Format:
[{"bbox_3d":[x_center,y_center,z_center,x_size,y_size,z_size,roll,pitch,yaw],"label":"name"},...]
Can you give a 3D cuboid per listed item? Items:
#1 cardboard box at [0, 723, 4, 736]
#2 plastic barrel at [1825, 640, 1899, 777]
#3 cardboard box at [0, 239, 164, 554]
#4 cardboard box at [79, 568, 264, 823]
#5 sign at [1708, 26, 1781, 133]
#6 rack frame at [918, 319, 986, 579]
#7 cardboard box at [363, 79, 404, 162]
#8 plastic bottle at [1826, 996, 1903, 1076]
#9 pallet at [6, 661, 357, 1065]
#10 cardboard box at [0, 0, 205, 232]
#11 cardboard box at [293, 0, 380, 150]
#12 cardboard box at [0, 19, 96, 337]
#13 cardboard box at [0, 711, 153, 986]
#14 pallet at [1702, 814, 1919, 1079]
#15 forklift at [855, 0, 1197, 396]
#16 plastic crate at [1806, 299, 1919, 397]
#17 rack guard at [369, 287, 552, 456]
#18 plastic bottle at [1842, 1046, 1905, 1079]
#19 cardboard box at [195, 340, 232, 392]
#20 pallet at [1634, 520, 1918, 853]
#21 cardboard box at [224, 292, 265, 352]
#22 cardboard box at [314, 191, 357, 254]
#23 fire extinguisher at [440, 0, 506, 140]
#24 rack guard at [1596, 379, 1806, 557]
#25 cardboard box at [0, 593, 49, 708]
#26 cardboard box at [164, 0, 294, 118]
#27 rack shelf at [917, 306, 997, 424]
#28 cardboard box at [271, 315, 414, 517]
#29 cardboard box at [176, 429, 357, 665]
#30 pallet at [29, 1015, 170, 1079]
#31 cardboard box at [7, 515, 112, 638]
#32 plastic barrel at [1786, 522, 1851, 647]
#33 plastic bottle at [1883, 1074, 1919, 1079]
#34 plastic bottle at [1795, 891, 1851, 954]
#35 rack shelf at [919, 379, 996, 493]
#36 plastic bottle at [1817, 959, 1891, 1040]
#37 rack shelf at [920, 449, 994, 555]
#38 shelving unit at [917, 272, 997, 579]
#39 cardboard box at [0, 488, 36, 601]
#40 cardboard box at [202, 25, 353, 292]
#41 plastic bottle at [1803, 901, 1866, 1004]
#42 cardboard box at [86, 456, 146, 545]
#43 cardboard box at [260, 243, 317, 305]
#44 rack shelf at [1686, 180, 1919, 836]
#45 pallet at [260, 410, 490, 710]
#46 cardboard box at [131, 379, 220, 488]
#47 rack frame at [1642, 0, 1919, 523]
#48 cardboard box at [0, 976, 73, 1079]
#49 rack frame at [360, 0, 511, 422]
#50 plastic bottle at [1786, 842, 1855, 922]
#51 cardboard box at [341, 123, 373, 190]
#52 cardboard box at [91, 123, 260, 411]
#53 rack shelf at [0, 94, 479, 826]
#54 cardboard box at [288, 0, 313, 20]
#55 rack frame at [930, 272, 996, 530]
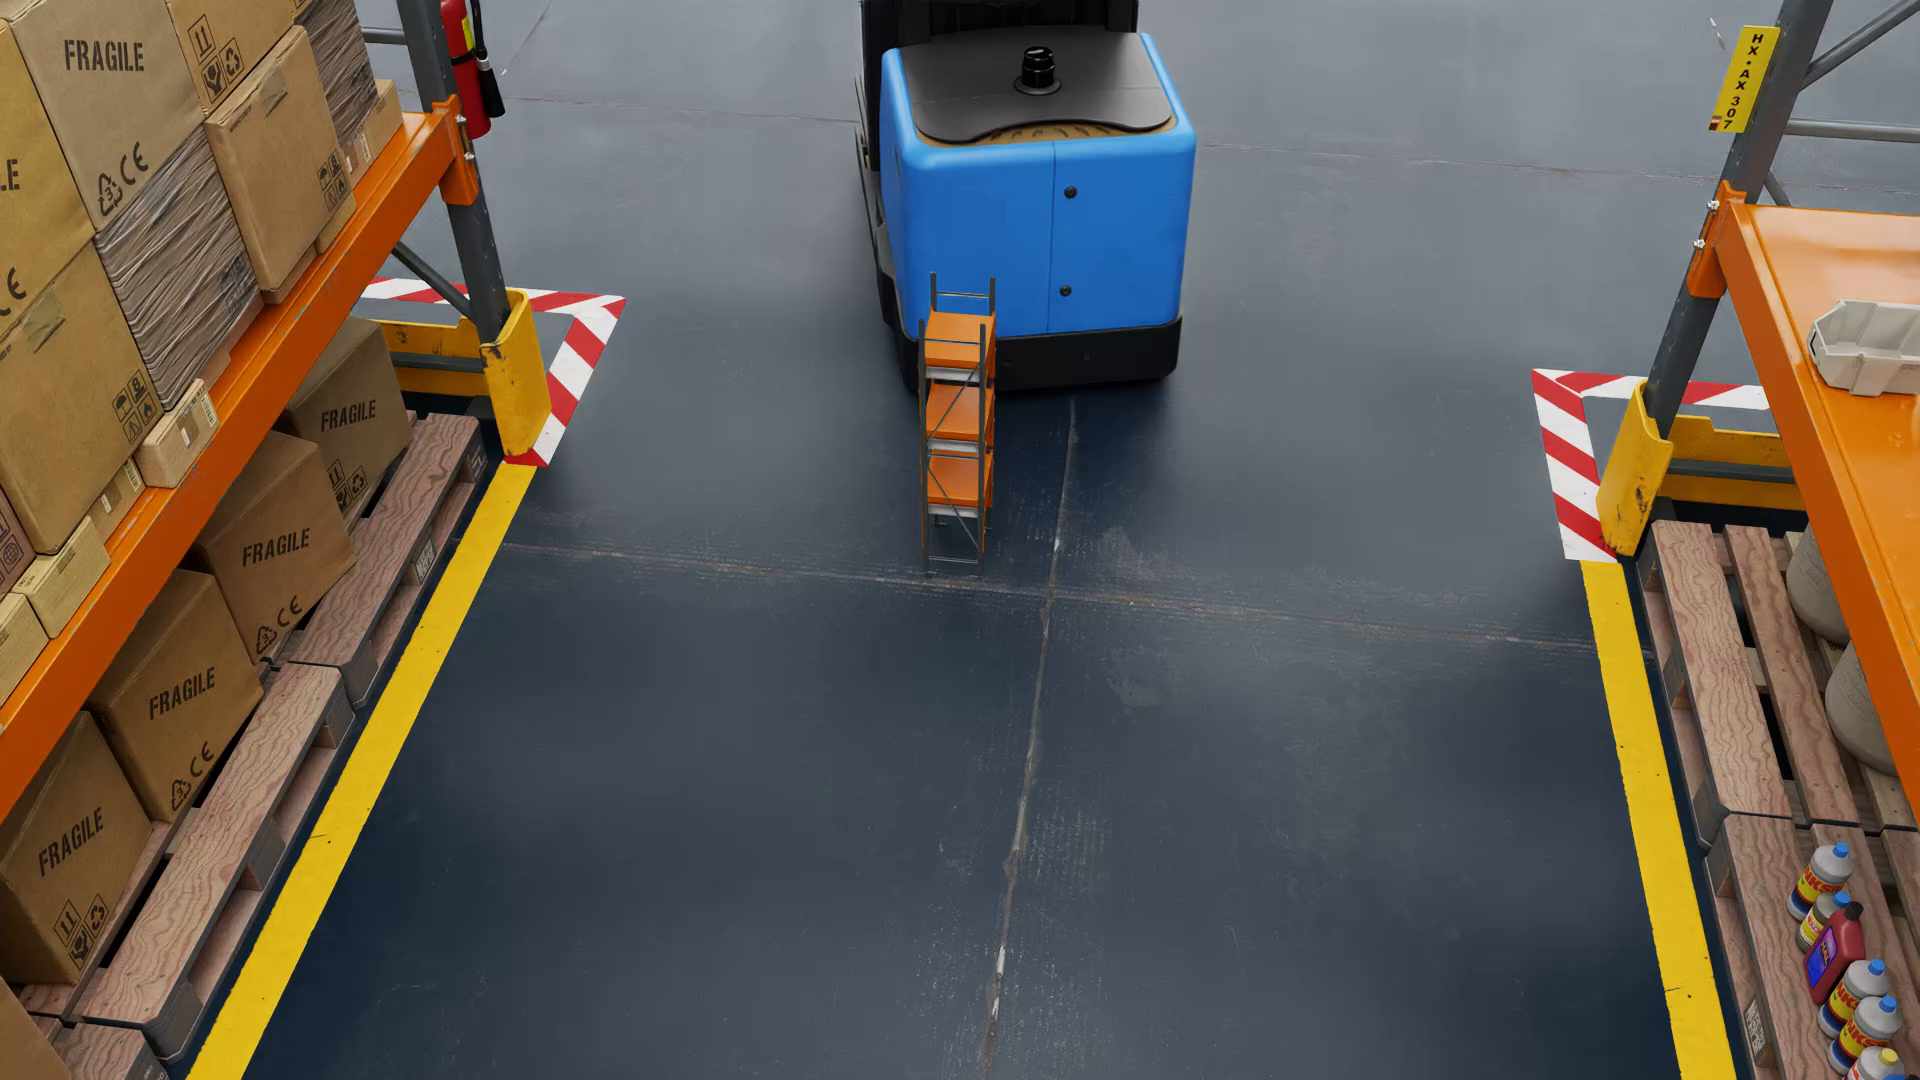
[{"bbox_3d":[-2.178,0.407,3.321,0.380,0.149,0.250,5,44,6],"label":"cardboard box"},{"bbox_3d":[2.708,0.387,4.664,0.421,0.512,0.421,0,43,0],"label":"plastic barrel"},{"bbox_3d":[-2.358,-0.355,3.654,0.875,0.500,0.500,5,44,6],"label":"cardboard box"},{"bbox_3d":[-2.370,0.403,4.655,0.500,0.500,0.500,9,44,9],"label":"cardboard box"},{"bbox_3d":[2.240,-1.315,4.755,0.100,0.325,0.005,5,44,6],"label":"sign"},{"bbox_3d":[-0.023,-0.262,5.263,0.200,1.050,0.008,5,44,6],"label":"rack frame"},{"bbox_3d":[-1.957,-1.307,5.132,0.380,0.149,0.250,5,44,6],"label":"cardboard box"},{"bbox_3d":[2.178,1.179,3.988,0.097,0.271,0.097,0,43,0],"label":"plastic bottle"},{"bbox_3d":[-2.441,0.833,4.717,1.003,0.211,1.213,5,44,6],"label":"pallet"},{"bbox_3d":[-2.081,-1.040,3.650,0.500,0.500,0.500,5,44,6],"label":"cardboard box"},{"bbox_3d":[-2.224,-1.383,4.740,0.875,0.500,0.500,5,44,6],"label":"cardboard box"},{"bbox_3d":[-2.155,-0.700,3.291,0.500,0.500,0.500,5,44,6],"label":"cardboard box"},{"bbox_3d":[-2.488,0.780,4.258,0.500,0.500,0.500,2,43,2],"label":"cardboard box"},{"bbox_3d":[2.545,1.290,4.234,1.003,0.211,1.213,5,44,6],"label":"pallet"},{"bbox_3d":[0.127,-2.617,6.383,1.130,2.935,3.031,-5,44,-5],"label":"forklift"},{"bbox_3d":[2.348,-0.485,4.272,0.298,0.136,0.250,5,44,6],"label":"plastic crate"},{"bbox_3d":[-2.134,-0.652,6.075,1.175,0.500,0.348,5,44,6],"label":"rack guard"},{"bbox_3d":[2.165,1.272,3.940,0.097,0.201,0.097,0,43,0],"label":"plastic bottle"},{"bbox_3d":[-2.106,-0.454,4.230,0.380,0.149,0.250,5,44,6],"label":"cardboard box"},{"bbox_3d":[2.709,0.461,5.110,1.003,0.211,1.213,5,44,6],"label":"pallet"},{"bbox_3d":[-2.096,-0.626,4.412,0.380,0.149,0.250,5,44,6],"label":"cardboard box"},{"bbox_3d":[-1.973,-0.962,4.767,0.380,0.149,0.250,5,44,6],"label":"cardboard box"},{"bbox_3d":[-1.652,-1.619,5.335,0.296,0.674,0.183,5,44,6],"label":"fire extinguisher"},{"bbox_3d":[2.822,-0.197,5.595,1.175,0.500,0.348,5,44,6],"label":"rack guard"},{"bbox_3d":[-2.186,0.233,3.505,0.380,0.149,0.250,5,44,6],"label":"cardboard box"},{"bbox_3d":[-2.013,-1.380,4.010,0.500,0.500,0.500,5,44,6],"label":"cardboard box"},{"bbox_3d":[-0.007,-0.543,5.163,0.215,0.259,0.240,5,44,6],"label":"rack shelf"},{"bbox_3d":[-2.223,-0.432,5.537,0.500,0.500,0.500,13,45,13],"label":"cardboard box"},{"bbox_3d":[-2.269,-0.022,5.104,0.500,0.500,0.500,16,46,16],"label":"cardboard box"},{"bbox_3d":[-2.599,1.666,3.837,1.003,0.211,1.213,5,44,6],"label":"pallet"},{"bbox_3d":[-2.142,0.063,3.684,0.380,0.149,0.250,5,44,6],"label":"cardboard box"},{"bbox_3d":[2.774,0.045,5.025,0.421,0.512,0.421,0,43,0],"label":"plastic barrel"},{"bbox_3d":[2.151,1.317,3.842,0.097,0.271,0.097,0,43,0],"label":"plastic bottle"},{"bbox_3d":[2.223,0.973,4.256,0.097,0.201,0.097,0,43,0],"label":"plastic bottle"},{"bbox_3d":[-0.007,-0.337,5.358,0.215,0.259,0.240,5,44,6],"label":"rack shelf"},{"bbox_3d":[2.191,1.111,4.060,0.097,0.271,0.097,0,43,0],"label":"plastic bottle"},{"bbox_3d":[-0.007,-0.135,5.549,0.215,0.259,0.240,5,44,6],"label":"rack shelf"},{"bbox_3d":[-0.007,-0.345,5.351,0.215,1.050,0.252,5,44,6],"label":"shelving unit"},{"bbox_3d":[-2.465,-0.018,3.298,0.875,0.500,0.500,5,44,6],"label":"cardboard box"},{"bbox_3d":[-2.171,-1.032,4.369,0.875,0.500,0.500,5,44,6],"label":"cardboard box"},{"bbox_3d":[2.189,1.025,4.141,0.061,0.283,0.133,6,44,6],"label":"plastic bottle"},{"bbox_3d":[-2.153,-0.111,3.869,0.380,0.149,0.250,5,44,6],"label":"cardboard box"},{"bbox_3d":[-2.021,-0.793,4.588,0.380,0.149,0.250,5,44,6],"label":"cardboard box"},{"bbox_3d":[2.521,0.463,3.602,1.077,0.370,4.000,5,44,6],"label":"rack shelf"},{"bbox_3d":[-2.277,0.003,5.593,1.003,0.211,1.213,5,44,6],"label":"pallet"},{"bbox_3d":[-2.052,-0.275,4.042,0.380,0.149,0.250,5,44,6],"label":"cardboard box"},{"bbox_3d":[2.785,-1.161,4.795,1.000,3.000,0.127,5,44,6],"label":"rack frame"},{"bbox_3d":[-2.492,1.210,3.803,0.500,0.500,0.500,19,46,19],"label":"cardboard box"},{"bbox_3d":[-2.124,-1.611,5.270,1.000,3.000,0.127,5,44,6],"label":"rack frame"},{"bbox_3d":[2.237,0.877,4.306,0.097,0.271,0.097,0,43,0],"label":"plastic bottle"},{"bbox_3d":[-1.991,-1.137,4.952,0.380,0.149,0.250,5,44,6],"label":"cardboard box"},{"bbox_3d":[-2.280,-0.695,4.013,0.875,0.500,0.500,5,44,6],"label":"cardboard box"},{"bbox_3d":[-2.389,0.013,4.078,1.077,0.370,4.000,5,44,6],"label":"rack shelf"},{"bbox_3d":[-1.952,-1.721,4.370,0.500,0.500,0.500,5,44,6],"label":"cardboard box"},{"bbox_3d":[0.009,-0.428,5.438,0.200,1.050,0.008,5,44,6],"label":"rack frame"}]
